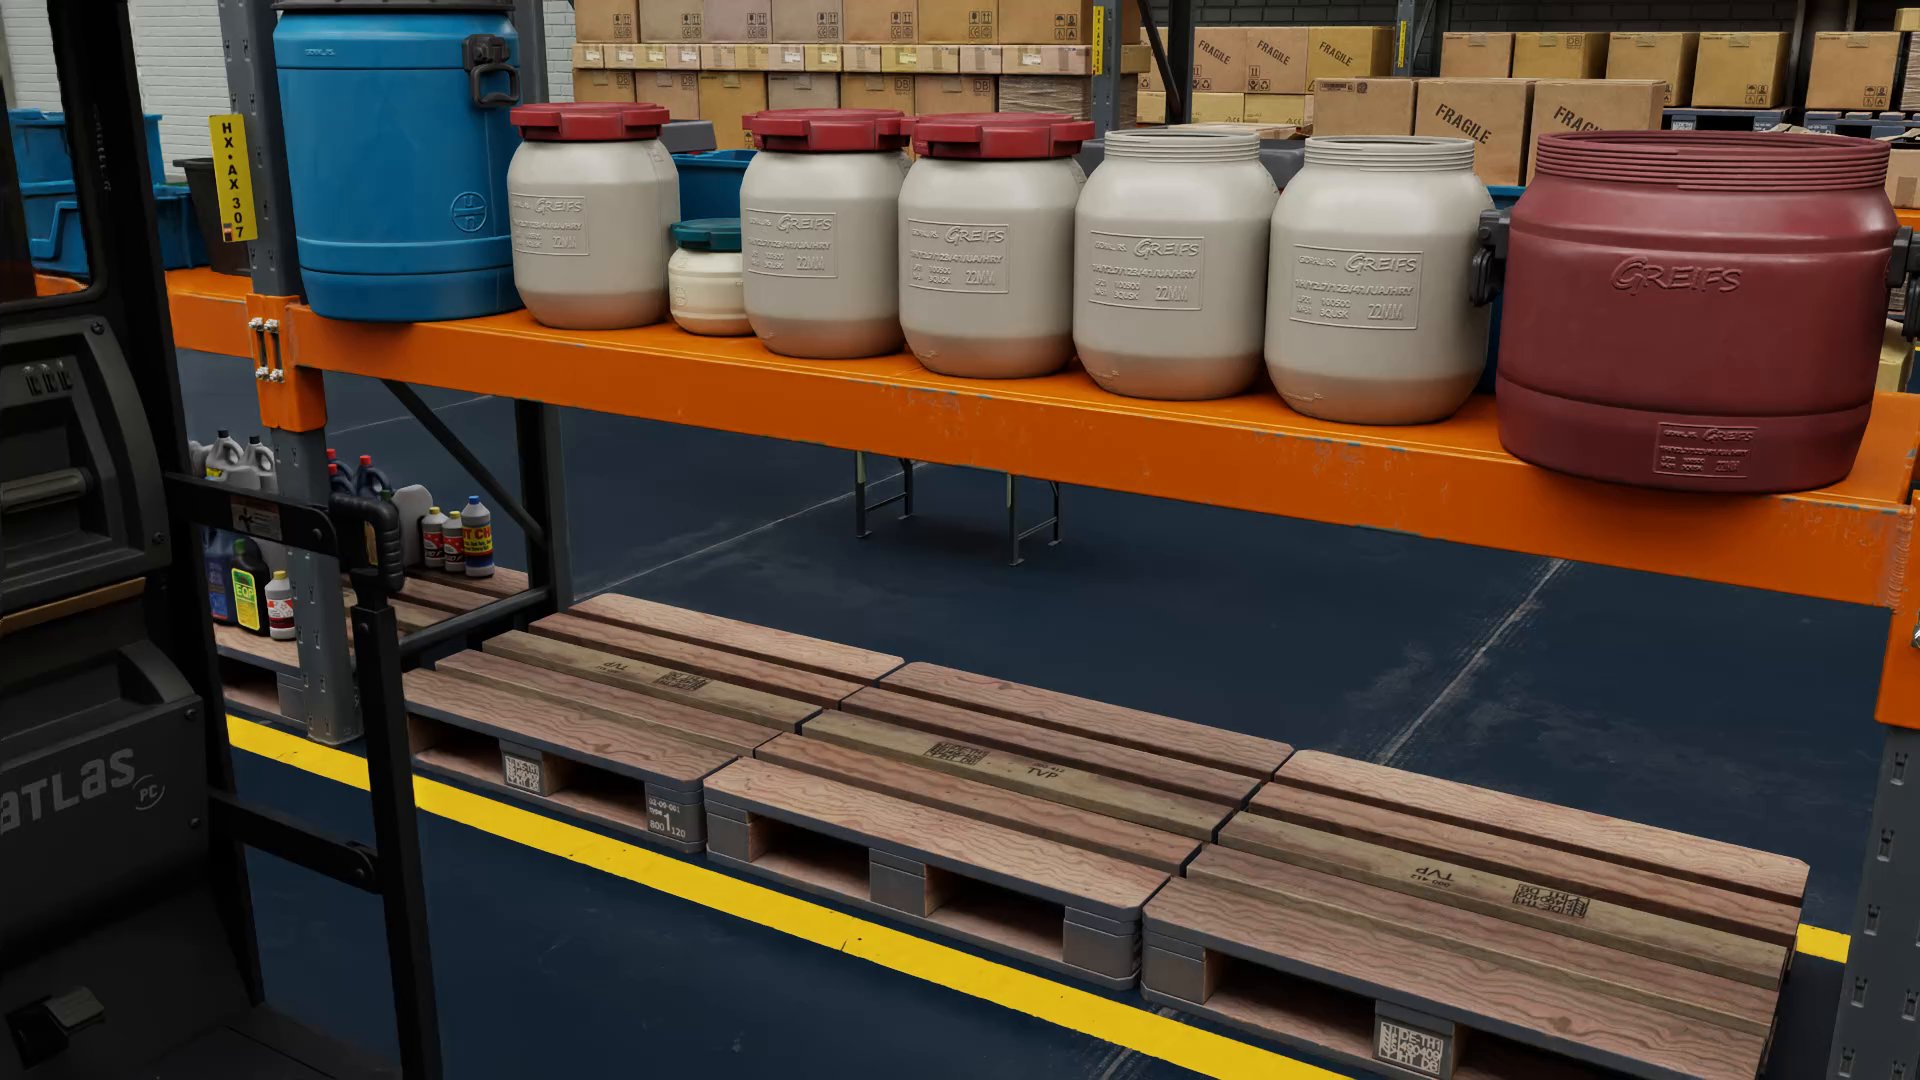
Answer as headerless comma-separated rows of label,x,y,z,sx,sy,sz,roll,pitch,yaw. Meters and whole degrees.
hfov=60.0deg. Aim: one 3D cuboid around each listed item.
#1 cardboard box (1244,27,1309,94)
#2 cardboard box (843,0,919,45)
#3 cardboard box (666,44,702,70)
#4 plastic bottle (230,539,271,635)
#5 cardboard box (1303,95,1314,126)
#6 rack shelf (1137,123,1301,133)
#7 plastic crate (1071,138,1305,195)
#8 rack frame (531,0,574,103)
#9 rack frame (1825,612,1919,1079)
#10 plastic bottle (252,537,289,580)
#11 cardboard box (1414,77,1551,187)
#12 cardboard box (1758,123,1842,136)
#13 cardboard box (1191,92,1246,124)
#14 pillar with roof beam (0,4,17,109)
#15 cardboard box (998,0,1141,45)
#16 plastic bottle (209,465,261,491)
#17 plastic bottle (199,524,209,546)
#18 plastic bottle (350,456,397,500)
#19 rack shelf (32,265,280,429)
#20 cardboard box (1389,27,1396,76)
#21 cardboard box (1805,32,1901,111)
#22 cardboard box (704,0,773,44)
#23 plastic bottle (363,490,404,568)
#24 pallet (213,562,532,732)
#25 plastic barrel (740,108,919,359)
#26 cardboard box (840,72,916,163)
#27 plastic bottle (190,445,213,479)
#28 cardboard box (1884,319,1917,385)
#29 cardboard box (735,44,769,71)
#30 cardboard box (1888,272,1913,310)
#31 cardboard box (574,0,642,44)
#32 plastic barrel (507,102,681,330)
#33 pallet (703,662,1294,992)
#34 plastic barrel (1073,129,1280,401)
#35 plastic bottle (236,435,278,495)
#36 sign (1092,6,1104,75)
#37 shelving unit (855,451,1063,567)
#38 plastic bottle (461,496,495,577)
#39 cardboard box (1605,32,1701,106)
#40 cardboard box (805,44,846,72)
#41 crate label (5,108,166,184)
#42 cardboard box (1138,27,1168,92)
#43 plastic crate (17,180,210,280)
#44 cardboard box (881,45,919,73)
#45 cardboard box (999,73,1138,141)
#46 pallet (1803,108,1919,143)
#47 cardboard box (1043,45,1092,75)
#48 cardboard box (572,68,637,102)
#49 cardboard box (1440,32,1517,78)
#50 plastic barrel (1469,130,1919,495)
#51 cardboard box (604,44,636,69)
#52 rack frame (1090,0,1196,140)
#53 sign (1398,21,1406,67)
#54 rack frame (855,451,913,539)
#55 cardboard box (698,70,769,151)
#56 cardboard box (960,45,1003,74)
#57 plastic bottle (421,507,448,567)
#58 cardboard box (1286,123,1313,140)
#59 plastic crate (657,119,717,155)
cardboard box,2.575,-3.775,13.082,0.500,0.500,0.500,10,20,30
cardboard box,-0.261,-3.069,9.418,0.500,0.500,0.700,10,20,30
cardboard box,-1.556,-2.918,10.039,0.250,0.149,0.380,10,19,29
plastic bottle,-2.200,0.143,5.167,0.133,0.283,0.061,11,20,33
cardboard box,3.006,-3.343,12.951,0.500,0.250,0.500,10,20,30
rack shelf,1.863,-3.369,14.048,4.000,0.370,1.077,10,20,30
plastic crate,0.575,-0.699,3.911,0.583,0.464,0.402,10,20,30
rack frame,-2.430,-2.790,10.904,0.127,3.000,1.000,10,20,30
rack frame,1.791,-0.347,2.861,0.127,3.000,1.000,10,20,30
plastic bottle,-2.241,0.040,5.390,0.185,0.351,0.144,10,20,30
cardboard box,2.500,-1.952,7.974,0.500,0.500,0.500,10,20,30
cardboard box,3.726,-1.714,7.517,0.500,0.311,0.500,10,19,29
cardboard box,2.149,-3.494,13.446,0.500,0.250,0.500,10,20,30
pillar with roof beam,-16.383,-8.667,19.931,0.400,9.000,9.100,10,20,30
cardboard box,0.597,-2.916,8.915,0.500,0.500,0.700,10,20,30
plastic bottle,-2.667,-0.141,6.113,0.135,0.276,0.152,10,20,30
plastic bottle,-2.480,0.046,5.369,0.185,0.351,0.144,9,19,27
plastic bottle,-2.088,-0.124,5.928,0.185,0.351,0.144,11,20,32
rack shelf,-3.321,-0.915,5.970,4.000,0.370,1.077,10,20,30
cardboard box,3.277,-3.828,13.257,0.500,0.500,0.500,10,19,29
cardboard box,6.080,-3.206,11.345,0.500,0.500,0.700,8,19,25
cardboard box,-1.113,-3.221,9.920,0.500,0.500,0.700,10,20,30
plastic bottle,-2.004,-0.039,5.765,0.133,0.283,0.061,10,20,30
pallet,-2.168,0.267,5.640,1.213,0.211,1.003,10,20,30
plastic barrel,-0.291,-0.709,3.819,0.433,0.535,0.433,0,17,0
cardboard box,-0.281,-2.451,9.617,0.500,0.500,0.700,10,20,31
plastic bottle,-2.912,-0.234,6.419,0.135,0.276,0.152,10,19,29
cardboard box,4.094,-0.879,7.657,0.500,0.311,0.500,11,20,32
cardboard box,-1.110,-2.839,9.780,0.250,0.149,0.380,10,19,29
cardboard box,6.335,-1.911,11.556,0.500,0.500,0.700,10,20,31
cardboard box,-1.994,-3.376,10.430,0.500,0.500,0.700,10,20,30
plastic barrel,-0.917,-0.820,4.187,0.433,0.535,0.433,0,17,0
pallet,0.116,0.674,4.298,1.213,0.211,1.003,10,20,30
plastic barrel,0.444,-0.568,3.397,0.421,0.512,0.421,0,17,0
plastic bottle,-2.611,-0.217,6.235,0.185,0.351,0.144,10,20,30
sign,0.689,-2.496,8.310,0.005,0.325,0.100,10,20,30
shelving unit,-0.006,-0.719,6.667,0.755,1.500,0.431,10,20,30
plastic bottle,-1.659,-0.017,5.714,0.097,0.271,0.097,0,17,0
cardboard box,5.033,-3.402,11.991,0.500,0.500,0.700,13,21,38
cardboard box,-0.674,-2.761,9.521,0.250,0.149,0.380,11,20,32
crate label,-3.316,-1.367,6.161,0.616,0.435,0.502,10,20,30
cardboard box,1.708,-3.933,13.602,0.500,0.500,0.500,11,20,32
plastic crate,-2.702,-0.985,5.219,0.616,0.251,0.499,10,20,30
cardboard box,-0.231,-2.683,9.265,0.250,0.149,0.380,10,20,30
cardboard box,0.597,-2.295,9.104,0.500,0.500,0.700,10,19,29
pallet,6.313,-2.790,11.237,1.003,0.211,1.213,10,20,30
cardboard box,0.635,-2.528,8.754,0.250,0.149,0.380,10,20,30
cardboard box,-2.039,-2.763,10.645,0.500,0.500,0.700,10,20,30
cardboard box,3.984,-3.581,12.581,0.500,0.500,0.700,10,20,30
plastic barrel,1.237,-0.407,2.827,0.708,0.536,0.600,10,20,30
cardboard box,-1.982,-2.995,10.293,0.250,0.149,0.380,10,19,29
rack frame,0.978,-2.181,8.901,0.127,3.000,1.000,10,20,30
sign,3.290,-3.687,12.370,0.005,0.325,0.100,10,20,30
rack frame,-0.318,-0.774,6.850,0.023,1.500,0.400,10,20,30
cardboard box,-1.169,-2.608,10.133,0.500,0.500,0.700,10,20,30
cardboard box,0.200,-2.605,9.008,0.250,0.149,0.380,9,19,28
plastic bottle,-1.832,-0.015,5.826,0.097,0.201,0.097,0,17,0
cardboard box,1.824,-2.029,8.630,0.258,0.266,0.396,10,19,29
plastic crate,-1.044,-0.988,4.862,0.583,0.464,0.402,10,20,30
